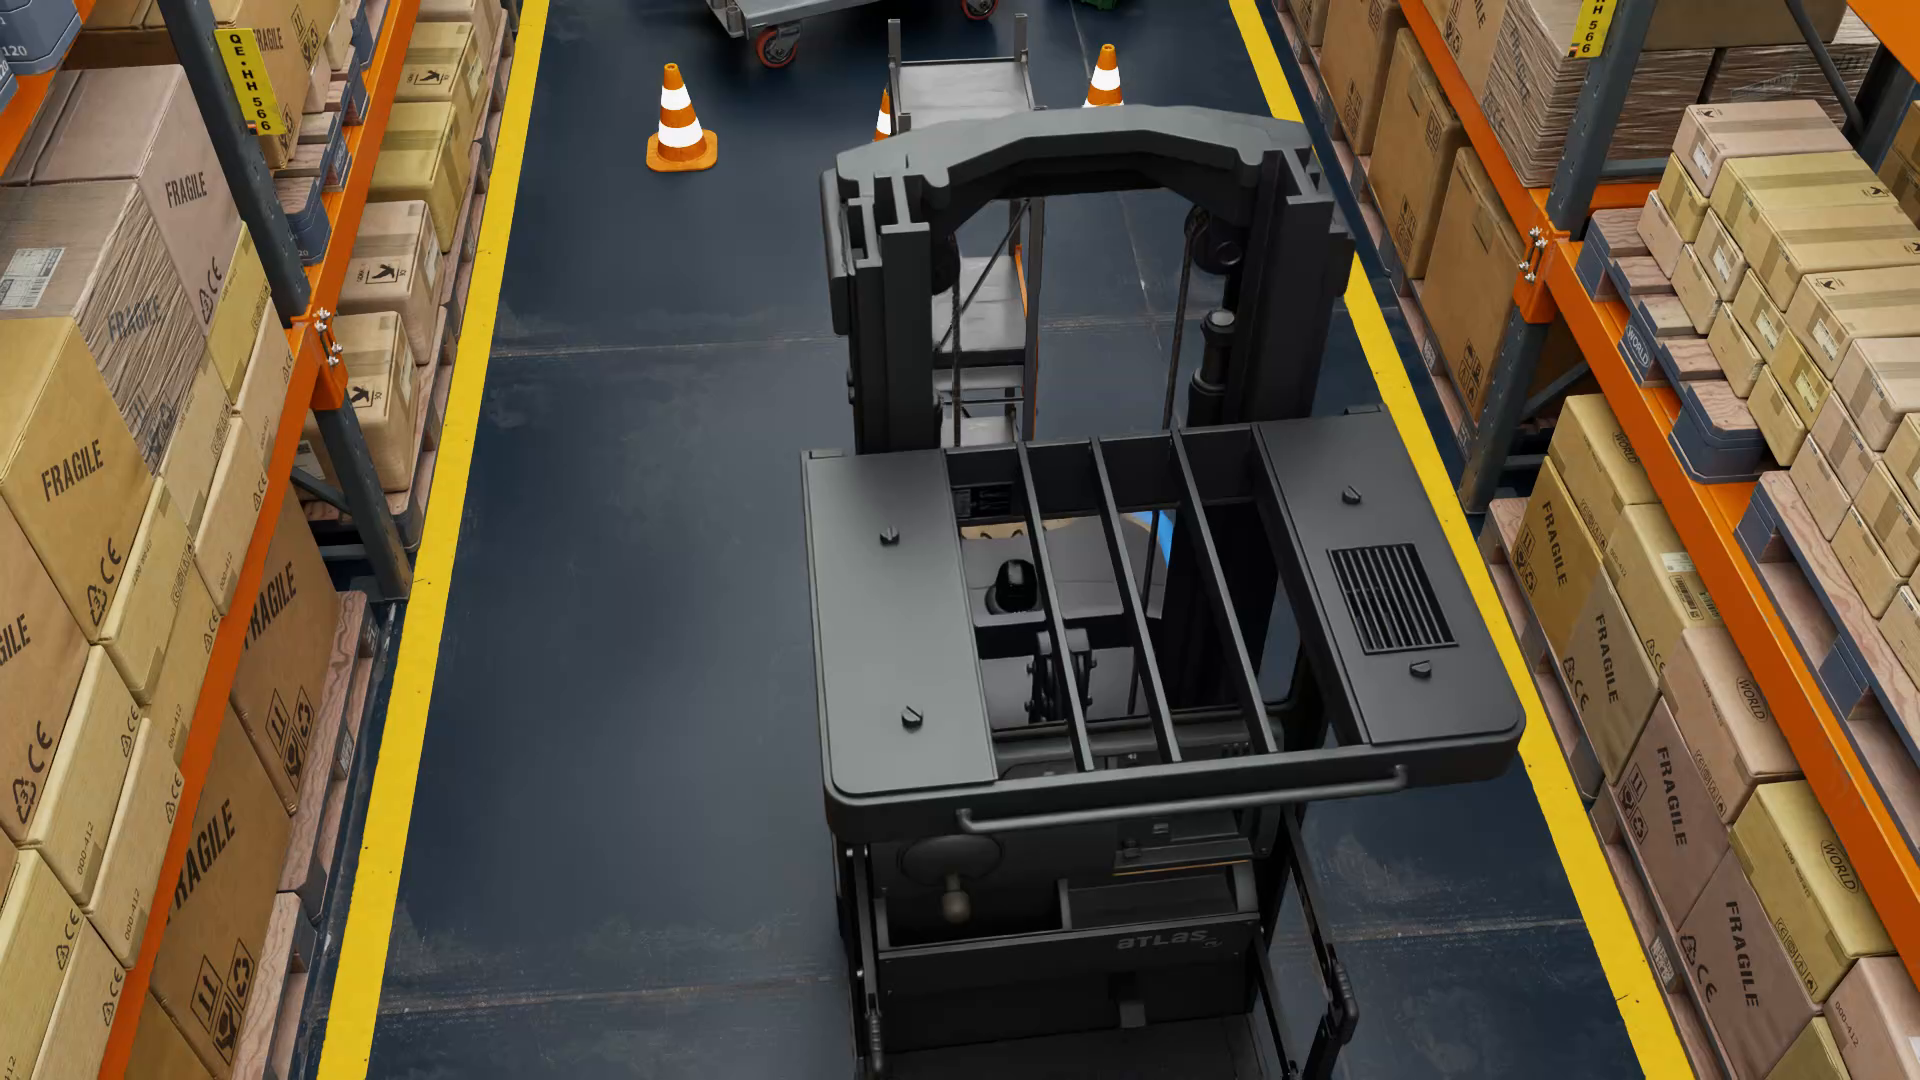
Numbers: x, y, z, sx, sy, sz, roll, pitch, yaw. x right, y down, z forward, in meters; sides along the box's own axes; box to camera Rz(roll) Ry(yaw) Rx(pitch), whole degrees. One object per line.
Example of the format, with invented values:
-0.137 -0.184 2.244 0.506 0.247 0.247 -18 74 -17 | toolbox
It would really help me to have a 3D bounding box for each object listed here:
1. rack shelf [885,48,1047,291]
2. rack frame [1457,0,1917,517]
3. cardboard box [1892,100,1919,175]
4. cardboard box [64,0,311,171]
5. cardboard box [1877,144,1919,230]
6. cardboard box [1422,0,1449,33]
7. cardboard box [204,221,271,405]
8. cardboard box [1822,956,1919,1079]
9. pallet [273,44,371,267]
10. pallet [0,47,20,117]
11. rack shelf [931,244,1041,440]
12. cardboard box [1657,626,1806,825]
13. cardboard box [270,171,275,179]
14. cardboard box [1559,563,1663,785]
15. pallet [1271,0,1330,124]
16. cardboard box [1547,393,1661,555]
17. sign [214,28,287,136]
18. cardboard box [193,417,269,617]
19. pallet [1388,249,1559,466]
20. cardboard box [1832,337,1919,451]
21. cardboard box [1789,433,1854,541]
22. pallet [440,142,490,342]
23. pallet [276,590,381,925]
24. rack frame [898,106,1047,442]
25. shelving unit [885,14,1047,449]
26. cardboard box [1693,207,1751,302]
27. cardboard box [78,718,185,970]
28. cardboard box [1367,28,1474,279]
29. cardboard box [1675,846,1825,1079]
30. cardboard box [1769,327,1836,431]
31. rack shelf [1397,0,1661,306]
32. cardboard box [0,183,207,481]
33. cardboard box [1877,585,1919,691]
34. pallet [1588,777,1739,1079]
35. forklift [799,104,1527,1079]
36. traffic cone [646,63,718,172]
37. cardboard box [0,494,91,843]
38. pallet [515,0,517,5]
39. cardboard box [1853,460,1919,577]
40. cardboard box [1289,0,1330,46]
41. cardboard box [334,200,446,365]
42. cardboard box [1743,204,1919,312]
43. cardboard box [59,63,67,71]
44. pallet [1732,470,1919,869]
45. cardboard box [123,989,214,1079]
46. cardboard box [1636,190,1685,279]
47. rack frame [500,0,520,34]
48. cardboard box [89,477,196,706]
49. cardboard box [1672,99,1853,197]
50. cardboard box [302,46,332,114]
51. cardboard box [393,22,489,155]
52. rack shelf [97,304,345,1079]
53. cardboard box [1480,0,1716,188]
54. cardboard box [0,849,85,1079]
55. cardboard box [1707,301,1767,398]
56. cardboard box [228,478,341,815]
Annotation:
0.014 -1.074 4.876 0.431 0.518 0.480 -3 47 -3 | rack shelf
2.420 -1.197 5.318 1.000 3.000 0.127 -3 47 -3 | rack frame
2.918 -1.133 4.731 0.380 0.149 0.250 -5 47 -5 | cardboard box
-2.311 -1.444 4.989 0.500 0.500 0.500 -5 47 -4 | cardboard box
2.916 -1.028 4.836 0.380 0.149 0.250 -3 47 -2 | cardboard box
2.033 -2.264 6.259 0.500 0.500 0.500 -4 47 -4 | cardboard box
-2.210 -0.608 4.519 0.500 0.250 0.500 -4 47 -3 | cardboard box
2.411 1.258 3.909 0.500 0.250 0.500 -1 47 -1 | cardboard box
-2.670 -1.266 5.515 1.213 0.211 1.003 -3 47 -3 | pallet
-2.300 -0.518 2.739 1.003 0.211 1.213 -2 47 -1 | pallet
0.014 -0.593 5.384 0.431 0.518 0.480 -3 47 -3 | rack shelf
2.308 0.499 4.627 0.500 0.250 0.500 -3 47 -3 | cardboard box
-2.346 -1.128 5.136 0.380 0.149 0.250 -6 47 -6 | cardboard box
2.271 0.409 5.229 0.500 0.500 0.500 -3 47 -3 | cardboard box
2.225 -2.579 8.547 1.003 0.211 1.213 -3 47 -3 | pallet
2.237 -0.226 5.314 0.500 0.250 0.500 -5 47 -5 | cardboard box
-1.951 -1.257 4.577 0.100 0.325 0.005 -3 47 -3 | sign
-2.144 -0.053 4.337 0.500 0.250 0.500 -3 47 -3 | cardboard box
2.430 -0.813 6.875 1.003 0.211 1.213 -3 47 -3 | pallet
2.354 -0.354 3.994 0.380 0.149 0.250 -2 47 -1 | cardboard box
2.351 -0.142 4.203 0.380 0.149 0.250 -2 47 -2 | cardboard box
-2.667 -1.310 7.346 1.003 0.211 1.213 -3 47 -3 | pallet
-2.513 0.711 5.432 1.003 0.211 1.213 -3 47 -3 | pallet
0.034 -0.426 5.207 0.400 2.100 0.015 -3 47 -3 | rack frame
0.014 -0.602 5.374 0.431 2.100 0.503 -3 47 -3 | shelving unit
2.286 -0.799 4.620 0.380 0.149 0.250 -1 47 -1 | cardboard box
-2.047 0.680 3.644 0.500 0.250 0.500 -4 47 -4 | cardboard box
2.383 -1.646 7.003 1.050 0.750 0.750 -3 47 -3 | cardboard box
2.361 1.149 4.528 0.500 0.500 0.500 -4 47 -4 | cardboard box
2.333 -0.424 4.265 0.380 0.149 0.250 -3 47 -3 | cardboard box
2.253 -2.397 6.949 1.077 0.370 4.000 -3 47 -3 | rack shelf
-2.149 -0.472 3.874 0.500 0.500 0.500 -3 47 -3 | cardboard box
2.390 0.228 3.852 0.380 0.149 0.250 -5 47 -5 | cardboard box
2.583 1.208 4.961 1.003 0.211 1.213 -3 47 -3 | pallet
0.286 0.720 3.549 1.130 2.935 3.031 -5 47 -5 | forklift
-1.340 -2.033 7.857 0.336 0.463 0.334 -3 47 -3 | traffic cone
-2.079 0.254 3.186 0.500 0.500 0.500 -4 47 -4 | cardboard box
-2.930 -3.242 9.175 1.003 0.211 1.213 -3 47 -3 | pallet
2.370 -0.064 3.923 0.380 0.149 0.250 -4 47 -4 | cardboard box
2.227 -3.018 8.303 1.050 0.750 0.750 -4 47 -3 | cardboard box
-2.611 -1.007 6.658 0.950 0.372 0.625 -4 47 -4 | cardboard box
2.307 -0.742 4.360 0.380 0.149 0.250 -4 47 -4 | cardboard box
-2.819 -1.416 4.962 0.500 0.500 0.500 -5 47 -4 | cardboard box
2.627 0.299 4.033 1.003 0.211 1.213 -3 47 -3 | pallet
-2.384 1.560 3.880 0.875 0.875 0.875 -2 47 -2 | cardboard box
2.257 -0.919 4.938 0.380 0.149 0.250 -4 47 -4 | cardboard box
-2.839 -3.717 7.705 1.000 3.000 0.127 -3 47 -3 | rack frame
-2.100 0.131 3.819 0.500 0.250 0.500 -5 47 -4 | cardboard box
2.266 -1.110 4.710 0.380 0.149 0.250 -3 47 -3 | cardboard box
-2.313 -1.535 5.522 0.380 0.149 0.250 -6 47 -6 | cardboard box
-2.729 -2.059 7.654 0.950 0.372 0.625 -1 47 -1 | cardboard box
-2.336 0.871 3.854 1.077 0.370 4.000 -3 47 -3 | rack shelf
2.115 -1.541 5.575 0.500 0.500 0.500 -3 47 -3 | cardboard box
-2.012 0.873 3.116 0.500 0.250 0.500 -3 47 -3 | cardboard box
2.302 -0.530 4.570 0.380 0.149 0.250 -1 47 -1 | cardboard box
-2.529 0.268 5.105 0.875 0.875 0.875 -4 47 -4 | cardboard box
